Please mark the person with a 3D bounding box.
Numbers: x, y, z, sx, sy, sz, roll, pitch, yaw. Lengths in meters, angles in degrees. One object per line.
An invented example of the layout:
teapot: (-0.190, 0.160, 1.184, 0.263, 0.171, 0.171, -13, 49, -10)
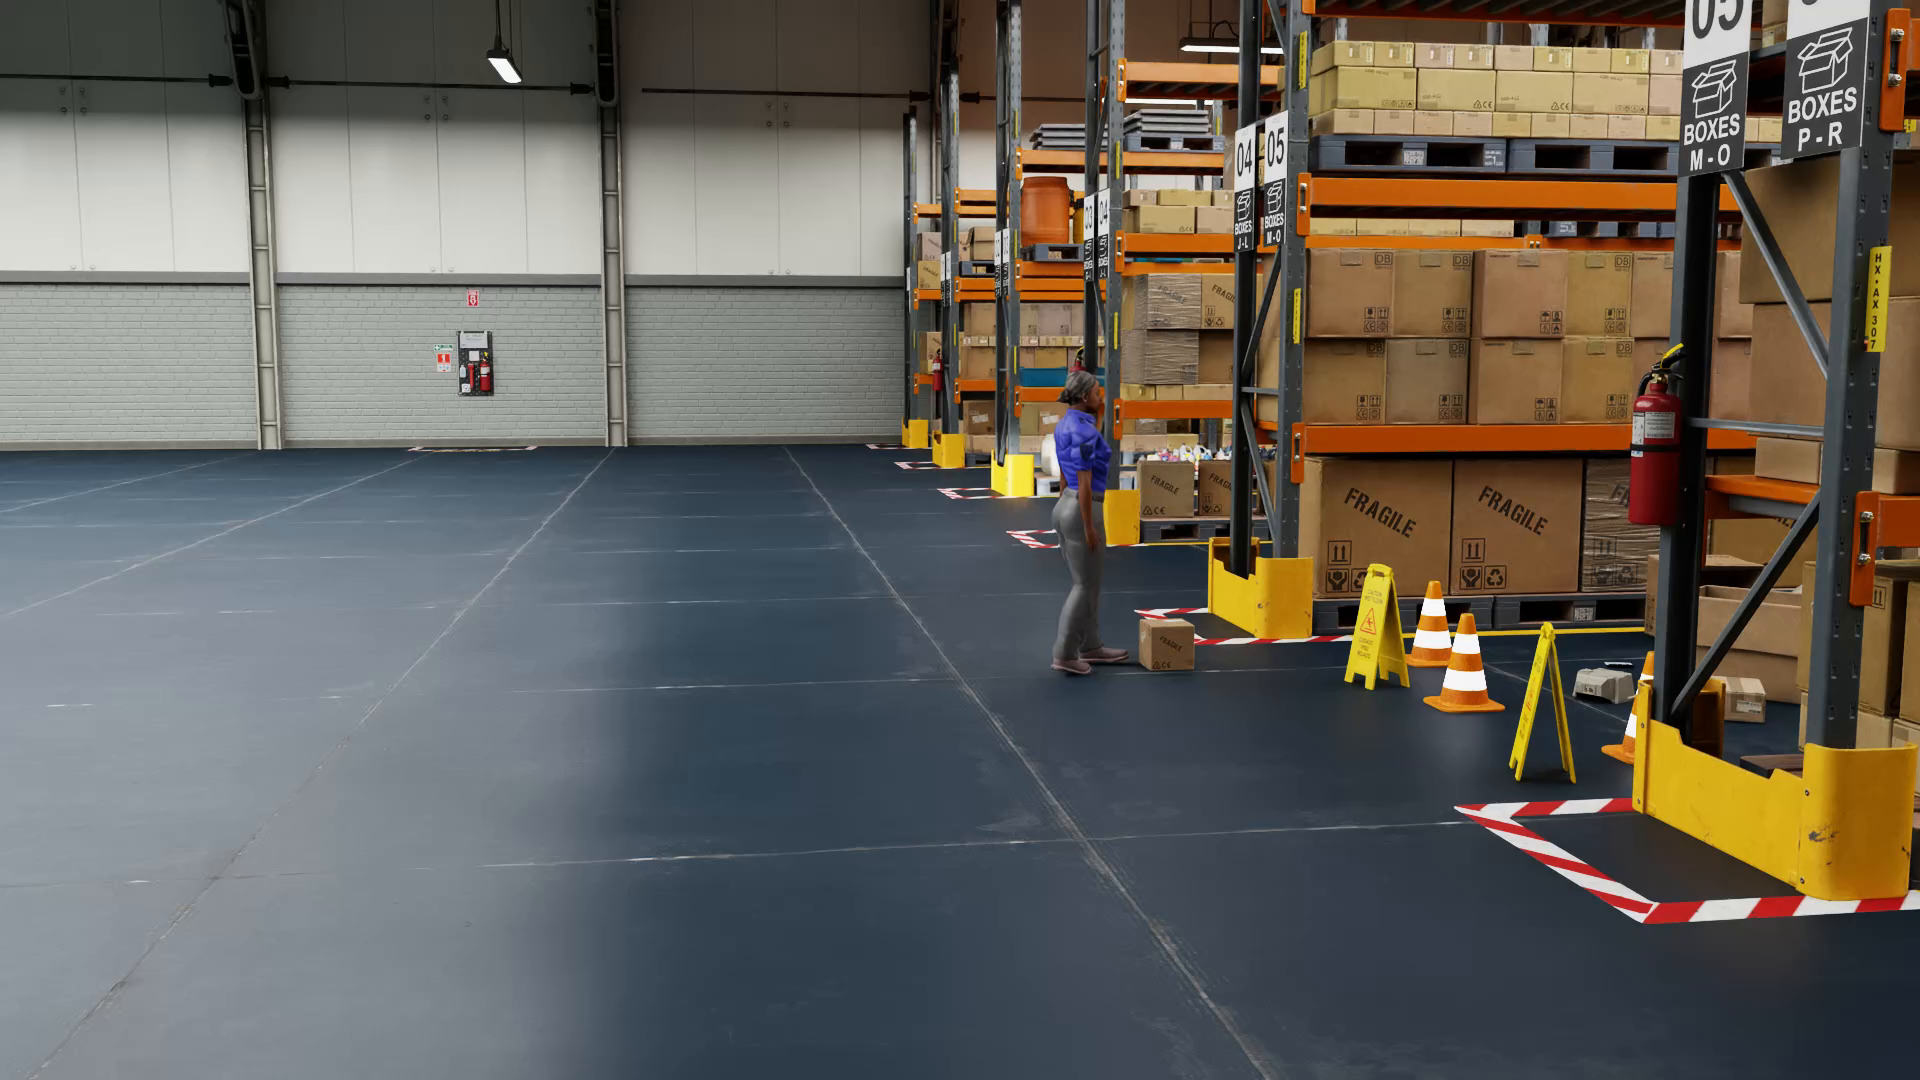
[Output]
person: (0.717, 0.003, 9.211, 0.541, 1.461, 0.453, -2, 7, -14)
